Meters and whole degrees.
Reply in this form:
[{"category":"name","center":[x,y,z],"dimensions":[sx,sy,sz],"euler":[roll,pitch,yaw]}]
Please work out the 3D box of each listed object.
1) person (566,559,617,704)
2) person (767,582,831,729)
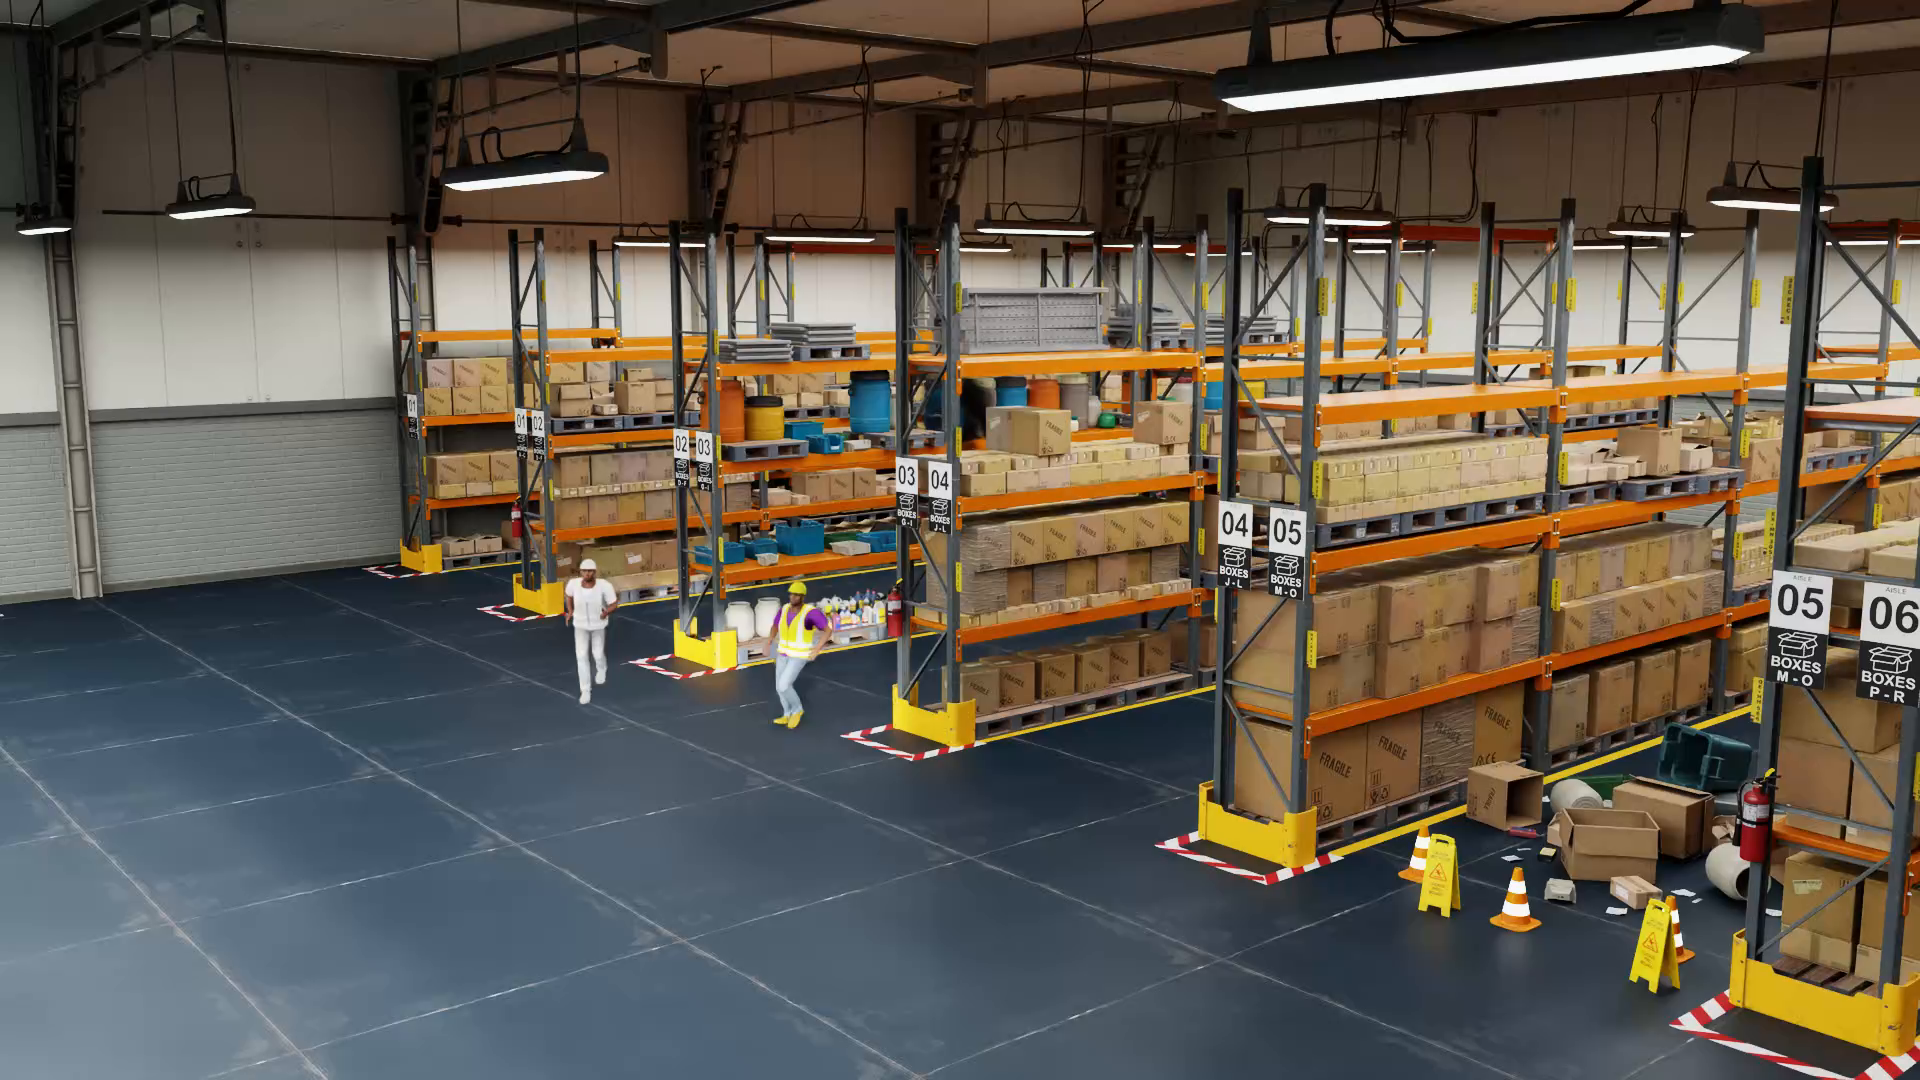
[{"category":"person","center":[-4.639,1.089,20.950],"dimensions":[0.659,1.768,0.990],"euler":[-1,9,-6]},{"category":"person","center":[-1.945,1.349,19.401],"dimensions":[0.767,1.740,0.559],"euler":[7,11,37]}]
